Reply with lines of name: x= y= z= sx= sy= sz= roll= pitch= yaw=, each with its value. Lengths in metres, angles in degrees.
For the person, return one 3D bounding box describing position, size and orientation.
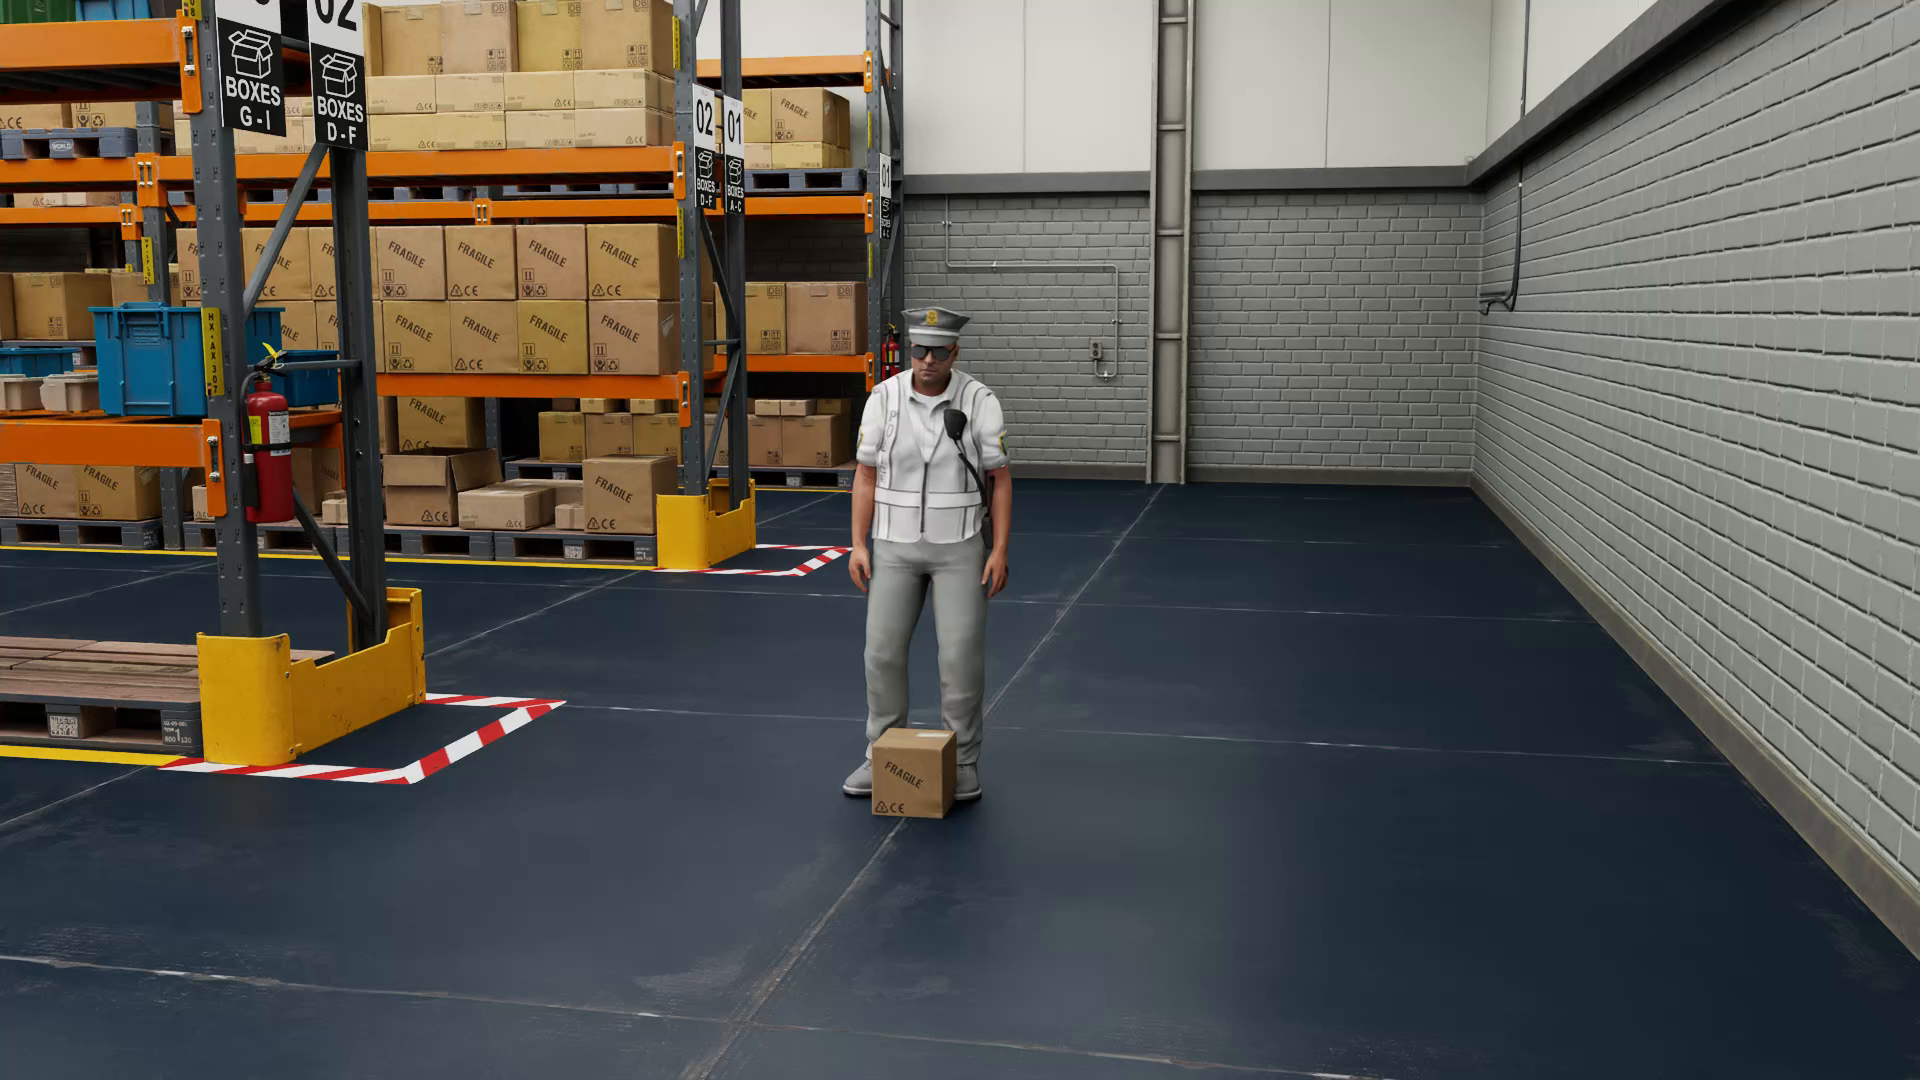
person: x=-0.109 y=0.038 z=6.010 sx=0.600 sy=1.747 sz=0.445 roll=1 pitch=8 yaw=8
